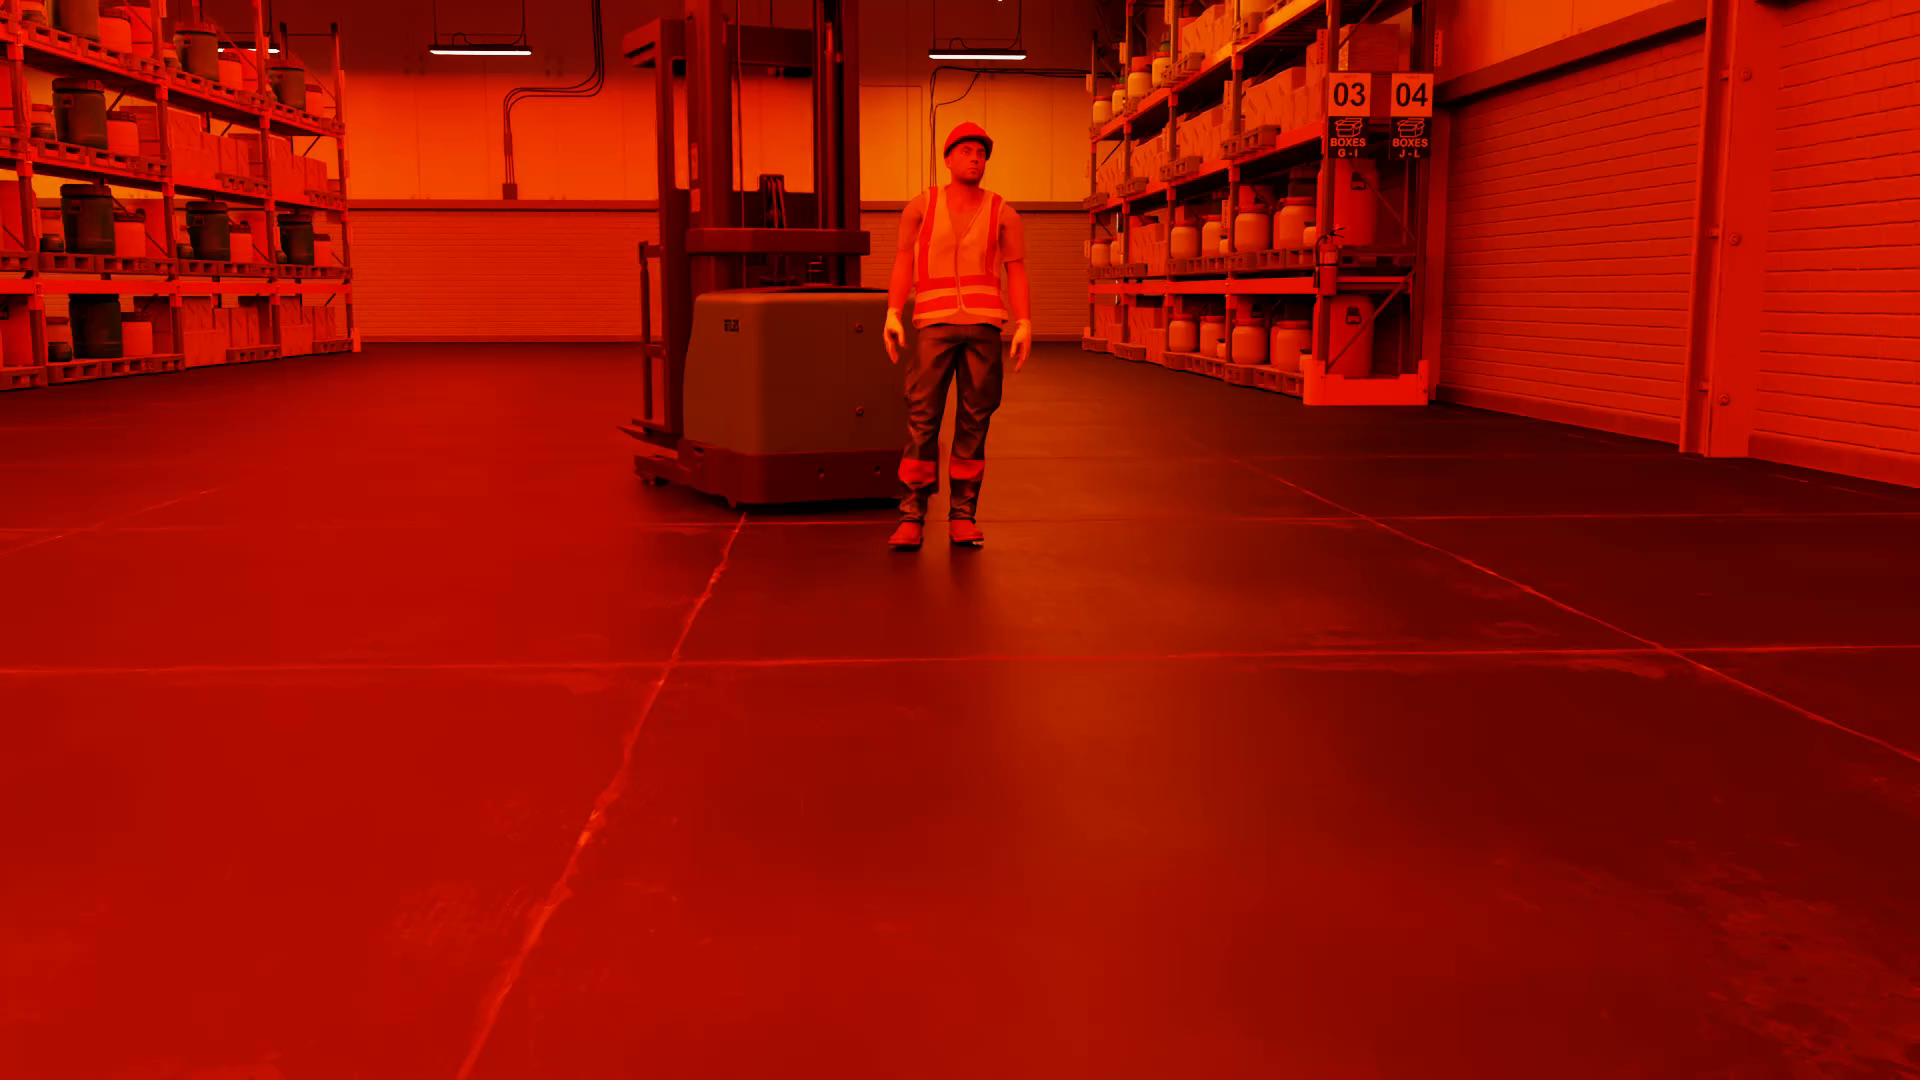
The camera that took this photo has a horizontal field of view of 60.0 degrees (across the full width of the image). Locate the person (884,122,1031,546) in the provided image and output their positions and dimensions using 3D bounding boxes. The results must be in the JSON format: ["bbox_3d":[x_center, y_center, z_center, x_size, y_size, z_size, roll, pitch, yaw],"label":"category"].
[{"bbox_3d":[-0.007,-0.880,7.097,0.637,1.790,0.562,-1,8,-4],"label":"person"}]

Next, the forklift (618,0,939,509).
[{"bbox_3d":[-1.216,-1.779,9.310,1.130,2.935,3.031,-4,9,-26],"label":"forklift"}]
